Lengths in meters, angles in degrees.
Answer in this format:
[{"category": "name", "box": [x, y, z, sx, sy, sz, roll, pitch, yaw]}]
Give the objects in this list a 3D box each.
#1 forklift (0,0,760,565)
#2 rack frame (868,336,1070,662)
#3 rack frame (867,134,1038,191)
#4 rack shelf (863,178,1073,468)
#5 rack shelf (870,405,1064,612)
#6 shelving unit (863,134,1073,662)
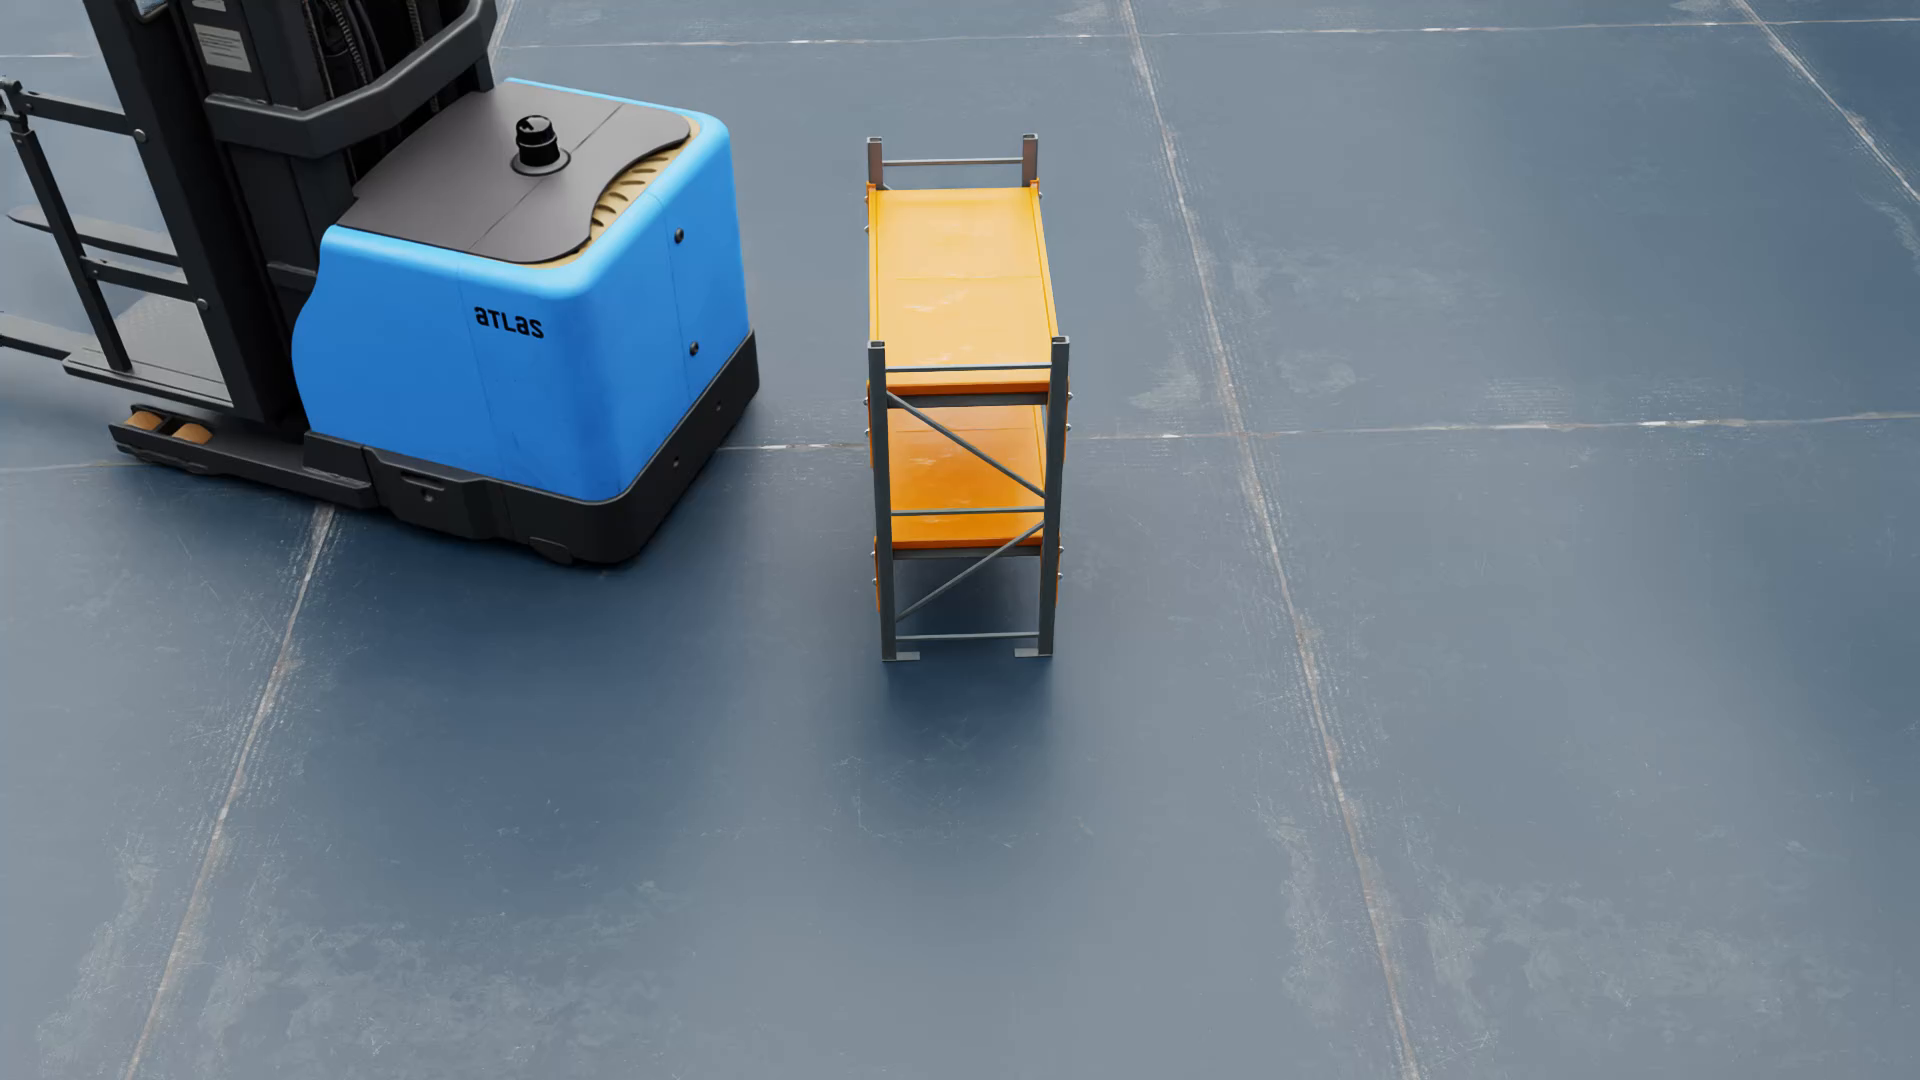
[{"category": "forklift", "box": [-2.262, -1.618, 4.846, 3.031, 2.935, 1.130, 14, 44, 15]}, {"category": "rack frame", "box": [0.021, -0.076, 4.500, 0.500, 1.125, 0.032, -2, 43, -2]}, {"category": "rack frame", "box": [-0.022, -0.762, 5.249, 0.500, 1.125, 0.032, -2, 43, -2]}, {"category": "rack shelf", "box": [0.000, -0.635, 4.677, 0.538, 0.278, 1.000, -2, 43, -2]}, {"category": "rack shelf", "box": [0.000, -0.239, 5.040, 0.538, 0.278, 1.000, -2, 43, -2]}, {"category": "shelving unit", "box": [0.000, -0.419, 4.875, 0.538, 1.125, 1.048, -2, 43, -2]}]
